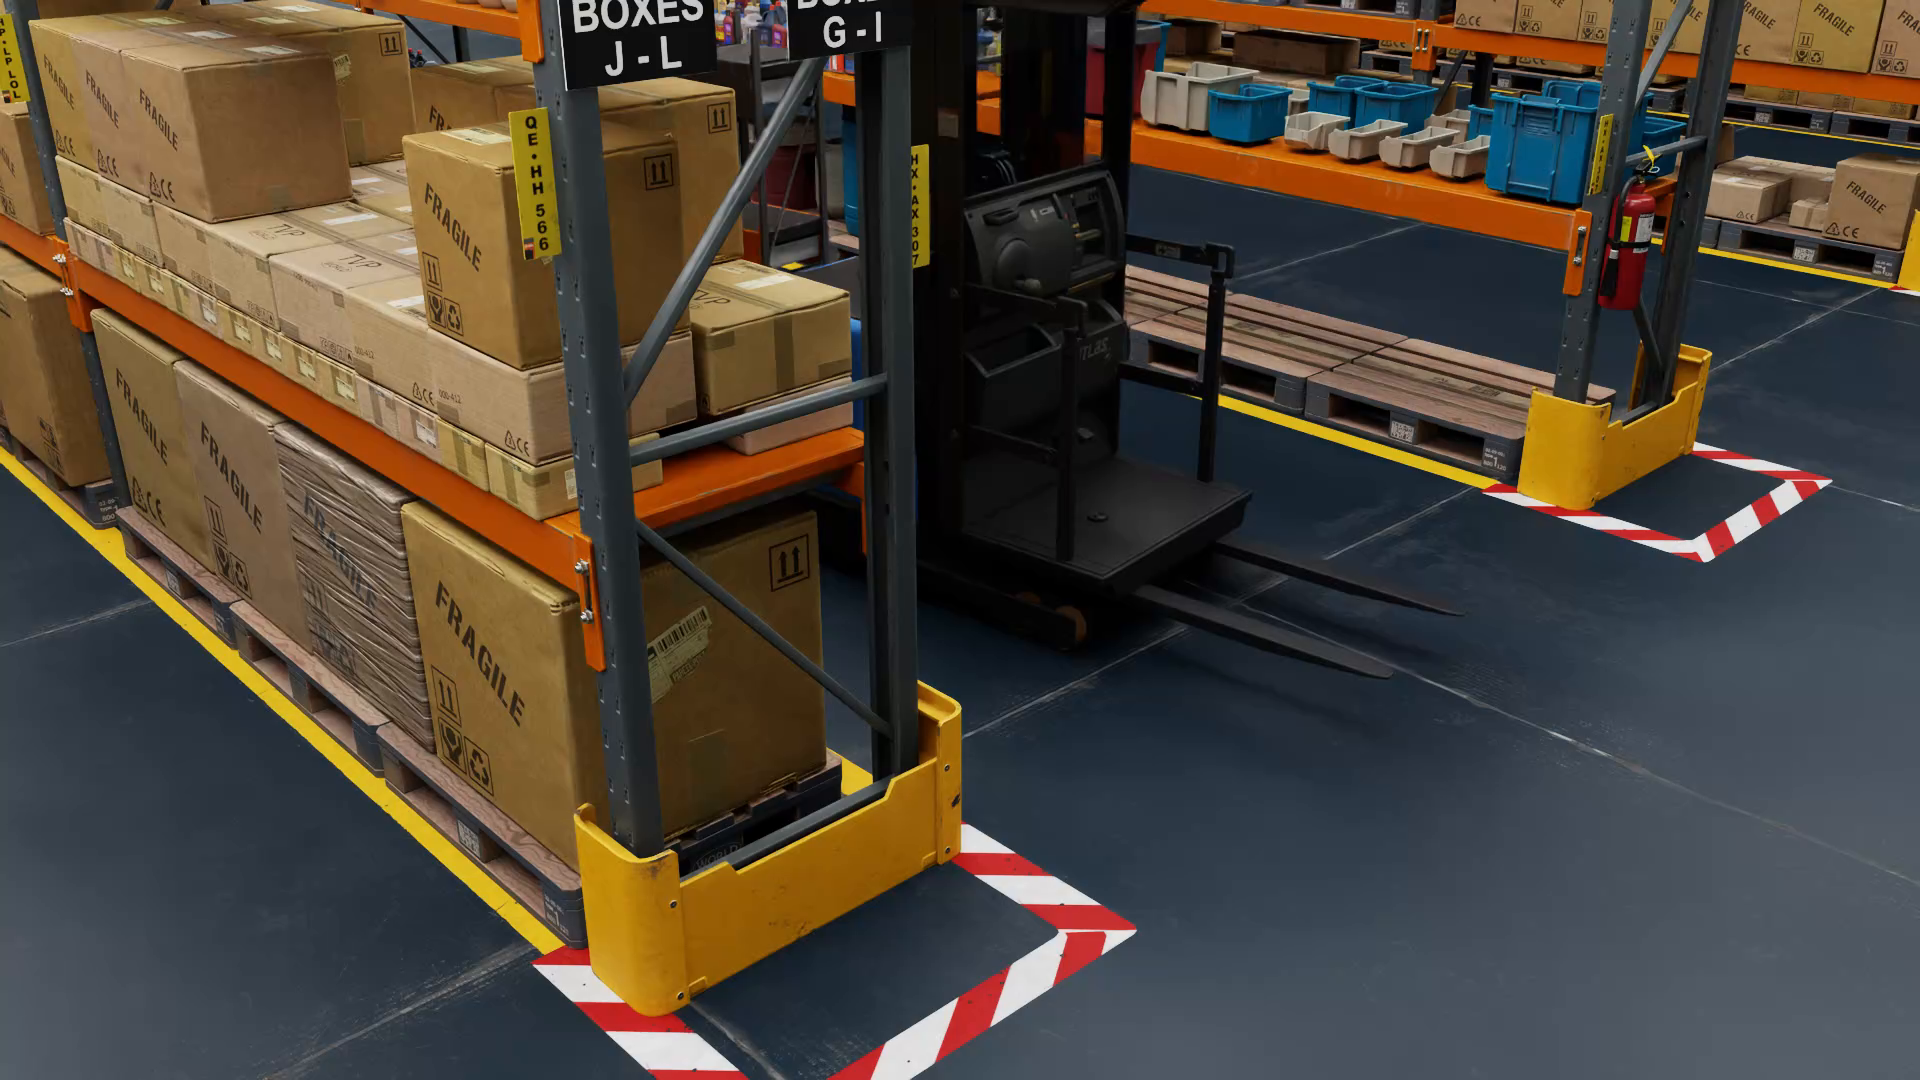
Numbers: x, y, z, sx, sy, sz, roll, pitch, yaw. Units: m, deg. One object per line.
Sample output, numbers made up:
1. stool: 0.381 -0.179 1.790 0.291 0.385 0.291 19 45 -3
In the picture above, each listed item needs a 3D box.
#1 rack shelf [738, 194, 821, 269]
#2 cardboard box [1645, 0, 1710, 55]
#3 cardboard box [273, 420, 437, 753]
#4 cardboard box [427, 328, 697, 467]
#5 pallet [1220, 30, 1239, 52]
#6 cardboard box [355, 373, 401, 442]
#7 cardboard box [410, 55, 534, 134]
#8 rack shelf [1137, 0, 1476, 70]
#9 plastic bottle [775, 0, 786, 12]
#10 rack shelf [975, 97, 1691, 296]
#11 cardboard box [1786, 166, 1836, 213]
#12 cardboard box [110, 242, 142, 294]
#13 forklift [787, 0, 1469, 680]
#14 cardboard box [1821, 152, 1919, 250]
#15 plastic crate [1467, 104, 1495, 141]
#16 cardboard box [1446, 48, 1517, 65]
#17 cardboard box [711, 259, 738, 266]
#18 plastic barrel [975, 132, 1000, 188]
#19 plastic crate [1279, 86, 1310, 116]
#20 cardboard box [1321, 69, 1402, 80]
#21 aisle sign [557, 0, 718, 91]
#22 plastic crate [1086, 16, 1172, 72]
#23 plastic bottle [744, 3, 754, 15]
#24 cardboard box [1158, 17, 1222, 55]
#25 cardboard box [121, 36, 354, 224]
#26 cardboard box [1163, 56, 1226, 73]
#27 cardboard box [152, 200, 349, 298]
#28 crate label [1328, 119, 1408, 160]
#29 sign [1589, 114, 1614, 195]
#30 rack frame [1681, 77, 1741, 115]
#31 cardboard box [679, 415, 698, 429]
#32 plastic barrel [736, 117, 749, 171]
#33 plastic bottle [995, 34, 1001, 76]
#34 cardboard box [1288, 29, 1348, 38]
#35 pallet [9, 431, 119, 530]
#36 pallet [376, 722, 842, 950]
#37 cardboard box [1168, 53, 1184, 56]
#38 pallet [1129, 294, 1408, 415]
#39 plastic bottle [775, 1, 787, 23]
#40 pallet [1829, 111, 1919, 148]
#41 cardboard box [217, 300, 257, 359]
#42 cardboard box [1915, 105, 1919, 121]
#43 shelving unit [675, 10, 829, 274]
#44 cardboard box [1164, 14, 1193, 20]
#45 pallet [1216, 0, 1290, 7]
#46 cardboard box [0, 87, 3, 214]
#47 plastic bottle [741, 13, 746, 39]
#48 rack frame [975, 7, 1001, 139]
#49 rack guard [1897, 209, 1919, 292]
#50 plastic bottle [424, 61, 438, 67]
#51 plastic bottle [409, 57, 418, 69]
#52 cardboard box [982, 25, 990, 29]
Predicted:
1. rack shelf: -0.906 -1.226 7.441 0.480 0.518 0.431 19 31 35
2. cardboard box: 5.161 -3.676 11.573 0.500 0.500 0.500 -22 32 -39
3. cardboard box: -1.647 0.027 5.630 0.875 0.875 0.875 -21 32 -38
4. cardboard box: -1.055 -0.440 4.423 0.500 0.250 0.500 -22 32 -39
5. pallet: 3.487 -6.279 20.759 1.003 0.211 1.213 -21 32 -38
6. cardboard box: -1.534 -0.432 4.886 0.380 0.149 0.250 -21 32 -38
7. cardboard box: -1.361 -1.238 5.269 0.500 0.500 0.500 -22 33 -40
8. rack shelf: 2.603 -4.601 14.588 1.077 0.370 4.000 -21 32 -38
9. plastic bottle: -1.305 -3.842 12.213 0.097 0.271 0.097 0 25 0
10. rack shelf: 1.719 -1.985 8.854 1.077 0.370 4.000 -21 32 -38
11. cardboard box: 6.198 -2.456 11.803 0.500 0.250 0.500 -21 32 -38
12. cardboard box: -2.944 -1.056 6.253 0.380 0.149 0.250 -20 31 -37
13. forklift: 0.500 -1.163 6.268 3.031 2.935 1.130 19 31 35
14. cardboard box: 6.153 -2.268 11.090 0.500 0.500 0.500 -21 32 -38
15. plastic crate: 2.707 -2.025 8.205 0.416 0.233 0.300 -21 32 -38
16. cardboard box: 5.850 -5.626 18.053 0.750 0.750 0.750 -21 32 -39
17. cardboard box: -1.021 -0.746 5.094 0.500 0.250 0.500 -22 32 -39
18. plastic barrel: -0.008 -2.324 10.753 0.600 0.901 0.708 -21 32 -38
19. plastic crate: 1.761 -2.383 9.106 0.293 0.136 0.466 -21 32 -38
20. cardboard box: 3.445 -3.759 14.358 0.500 0.500 0.500 -21 32 -38
21. aisle sign: -0.699 -1.377 3.523 0.394 0.787 0.004 -21 32 -38
22. plastic crate: 0.920 -2.894 9.926 0.392 0.384 0.575 -21 32 -38
23. plastic bottle: -1.571 -3.928 12.486 0.097 0.201 0.097 0 25 0
24. cardboard box: 2.088 -4.706 15.529 0.500 0.250 0.500 -20 31 -37
25. cardboard box: -2.433 -1.396 5.615 0.500 0.500 0.500 -22 33 -40
26. cardboard box: 2.040 -4.068 15.034 0.500 0.500 0.500 -22 32 -39
27. cardboard box: -2.439 -1.056 5.774 0.500 0.250 0.500 -20 31 -37
28. crate label: 2.001 -1.979 8.219 0.396 0.136 0.243 -21 32 -38
29. sign: 2.695 -1.620 6.990 0.100 0.325 0.005 -21 32 -38
30. rack frame: 7.584 -5.729 16.193 1.000 3.000 0.127 -21 32 -38
31. cardboard box: -0.708 -0.466 4.959 0.380 0.149 0.250 -22 32 -39
32. plastic barrel: -1.584 -2.900 12.485 0.421 0.512 0.421 0 25 0
33. plastic bottle: 0.320 -3.107 10.505 0.144 0.351 0.185 -21 32 -38
34. cardboard box: 4.319 -6.207 19.723 0.700 0.500 0.500 -21 32 -38
35. pallet: -3.846 -0.457 7.997 1.003 0.211 1.213 -21 32 -38
36. pallet: -1.133 0.747 5.358 1.003 0.211 1.213 -21 32 -38
37. cardboard box: 2.047 -4.380 15.719 0.500 0.500 0.500 -20 31 -37
38. pallet: 1.721 -1.068 9.337 1.003 0.211 1.213 -21 32 -38
39. plastic bottle: -1.249 -3.499 11.366 0.144 0.351 0.185 -21 32 -38
40. pallet: 8.884 -3.838 15.408 1.003 0.211 1.213 -21 32 -38
41. cardboard box: -2.238 -0.743 5.568 0.380 0.149 0.250 -22 33 -40
42. cardboard box: 9.080 -4.058 15.037 0.500 0.500 0.700 23 33 40
43. shelving unit: -0.906 -1.238 7.435 0.503 2.100 0.431 19 31 35
44. cardboard box: 3.021 -6.855 21.143 0.700 0.500 0.500 -22 32 -39
45. pallet: 2.569 -4.859 14.518 1.003 0.211 1.213 -21 32 -38
46. cardboard box: -4.116 -1.775 7.406 0.500 0.500 0.500 -20 31 -37
47. plastic bottle: -1.474 -3.456 11.367 0.097 0.271 0.097 0 25 0
48. rack frame: 0.352 -2.918 10.033 1.000 3.000 0.127 -21 32 -38
49. rack guard: 6.652 -1.996 11.023 1.175 0.500 0.348 -21 32 -38
50. plastic bottle: -5.255 -4.614 16.502 0.152 0.276 0.135 -20 31 -37
51. plastic bottle: -5.470 -4.658 16.509 0.144 0.351 0.185 -21 32 -38
52. cardboard box: -0.005 -5.128 17.007 0.500 0.311 0.500 -21 32 -39
